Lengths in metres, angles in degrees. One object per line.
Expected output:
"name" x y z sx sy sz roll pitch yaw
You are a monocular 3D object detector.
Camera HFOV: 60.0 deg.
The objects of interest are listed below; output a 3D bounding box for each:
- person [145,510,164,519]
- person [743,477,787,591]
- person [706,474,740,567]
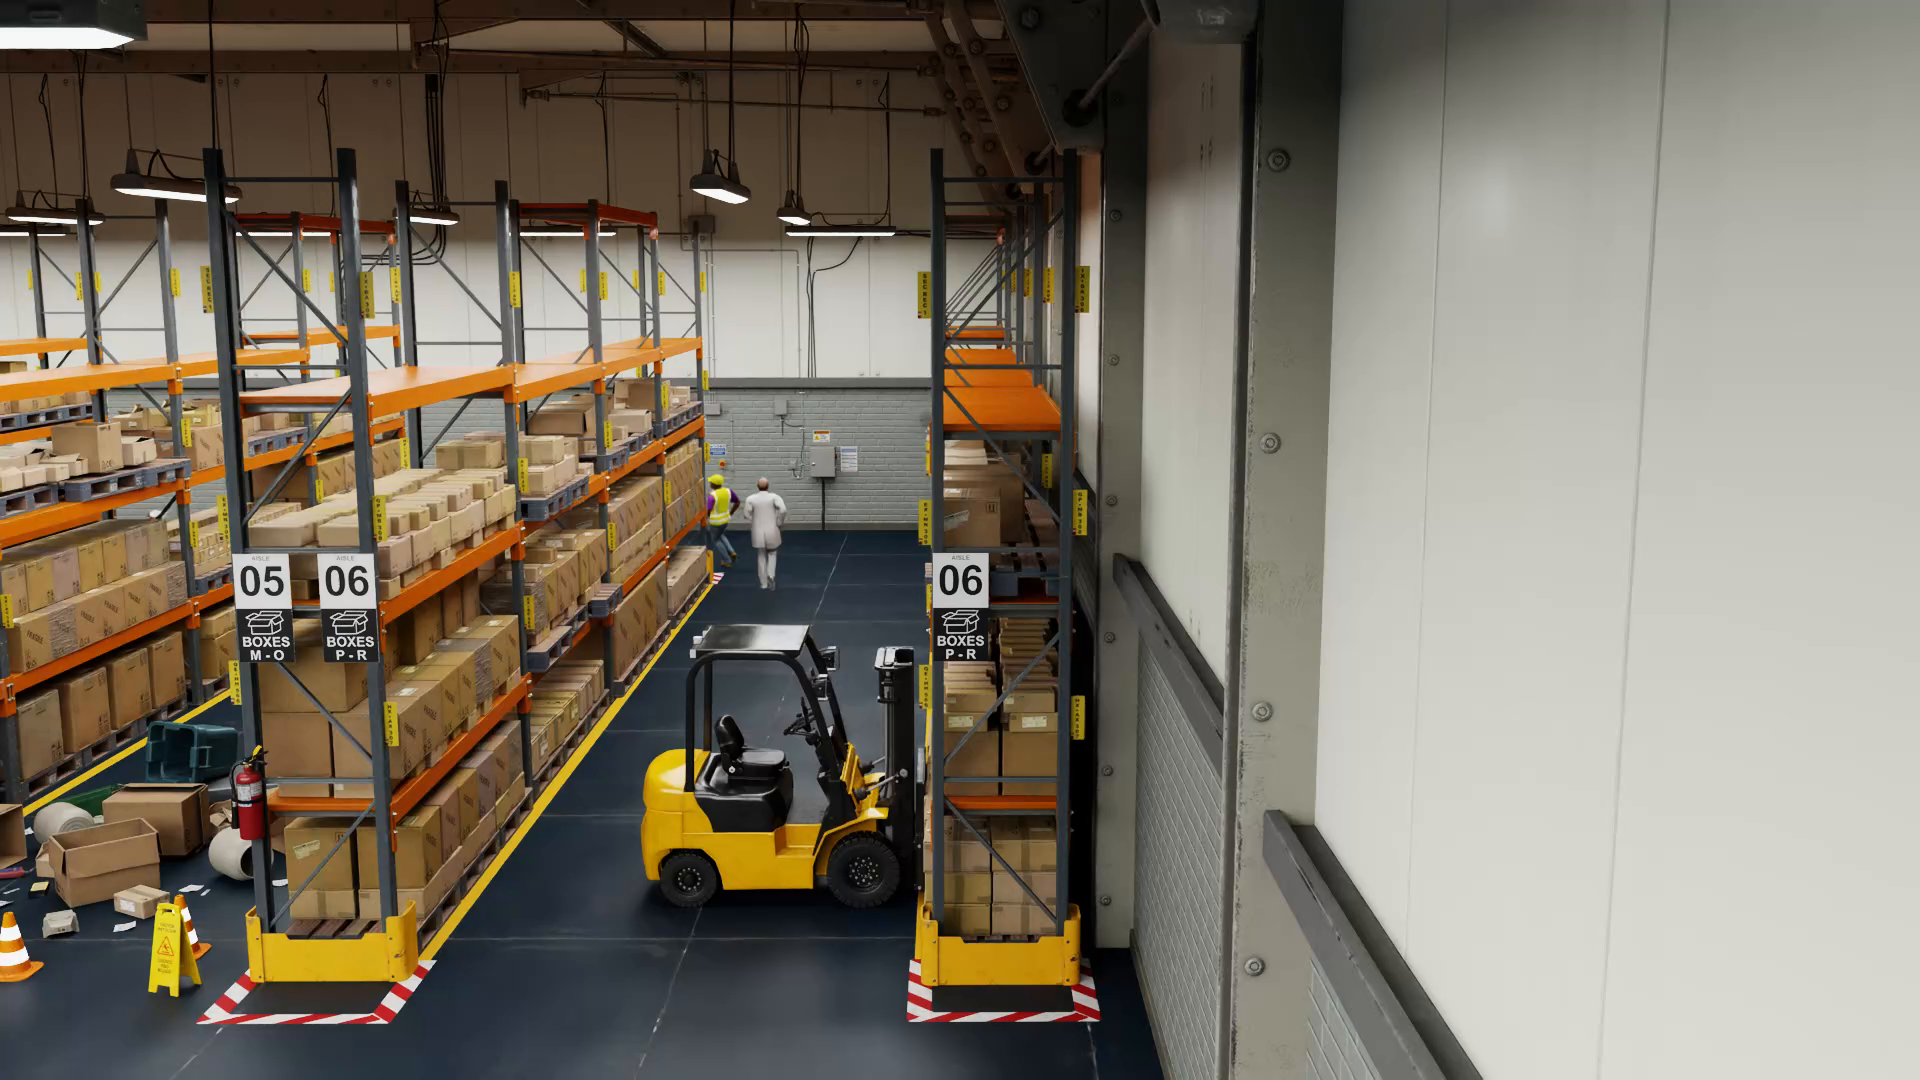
"person" -11.473 0.480 23.943 0.616 1.852 0.783 1 9 5
"person" -3.053 -0.083 26.164 0.687 1.826 0.688 -1 9 -4
"person" -4.277 -0.353 29.319 0.560 1.682 0.774 9 13 43
